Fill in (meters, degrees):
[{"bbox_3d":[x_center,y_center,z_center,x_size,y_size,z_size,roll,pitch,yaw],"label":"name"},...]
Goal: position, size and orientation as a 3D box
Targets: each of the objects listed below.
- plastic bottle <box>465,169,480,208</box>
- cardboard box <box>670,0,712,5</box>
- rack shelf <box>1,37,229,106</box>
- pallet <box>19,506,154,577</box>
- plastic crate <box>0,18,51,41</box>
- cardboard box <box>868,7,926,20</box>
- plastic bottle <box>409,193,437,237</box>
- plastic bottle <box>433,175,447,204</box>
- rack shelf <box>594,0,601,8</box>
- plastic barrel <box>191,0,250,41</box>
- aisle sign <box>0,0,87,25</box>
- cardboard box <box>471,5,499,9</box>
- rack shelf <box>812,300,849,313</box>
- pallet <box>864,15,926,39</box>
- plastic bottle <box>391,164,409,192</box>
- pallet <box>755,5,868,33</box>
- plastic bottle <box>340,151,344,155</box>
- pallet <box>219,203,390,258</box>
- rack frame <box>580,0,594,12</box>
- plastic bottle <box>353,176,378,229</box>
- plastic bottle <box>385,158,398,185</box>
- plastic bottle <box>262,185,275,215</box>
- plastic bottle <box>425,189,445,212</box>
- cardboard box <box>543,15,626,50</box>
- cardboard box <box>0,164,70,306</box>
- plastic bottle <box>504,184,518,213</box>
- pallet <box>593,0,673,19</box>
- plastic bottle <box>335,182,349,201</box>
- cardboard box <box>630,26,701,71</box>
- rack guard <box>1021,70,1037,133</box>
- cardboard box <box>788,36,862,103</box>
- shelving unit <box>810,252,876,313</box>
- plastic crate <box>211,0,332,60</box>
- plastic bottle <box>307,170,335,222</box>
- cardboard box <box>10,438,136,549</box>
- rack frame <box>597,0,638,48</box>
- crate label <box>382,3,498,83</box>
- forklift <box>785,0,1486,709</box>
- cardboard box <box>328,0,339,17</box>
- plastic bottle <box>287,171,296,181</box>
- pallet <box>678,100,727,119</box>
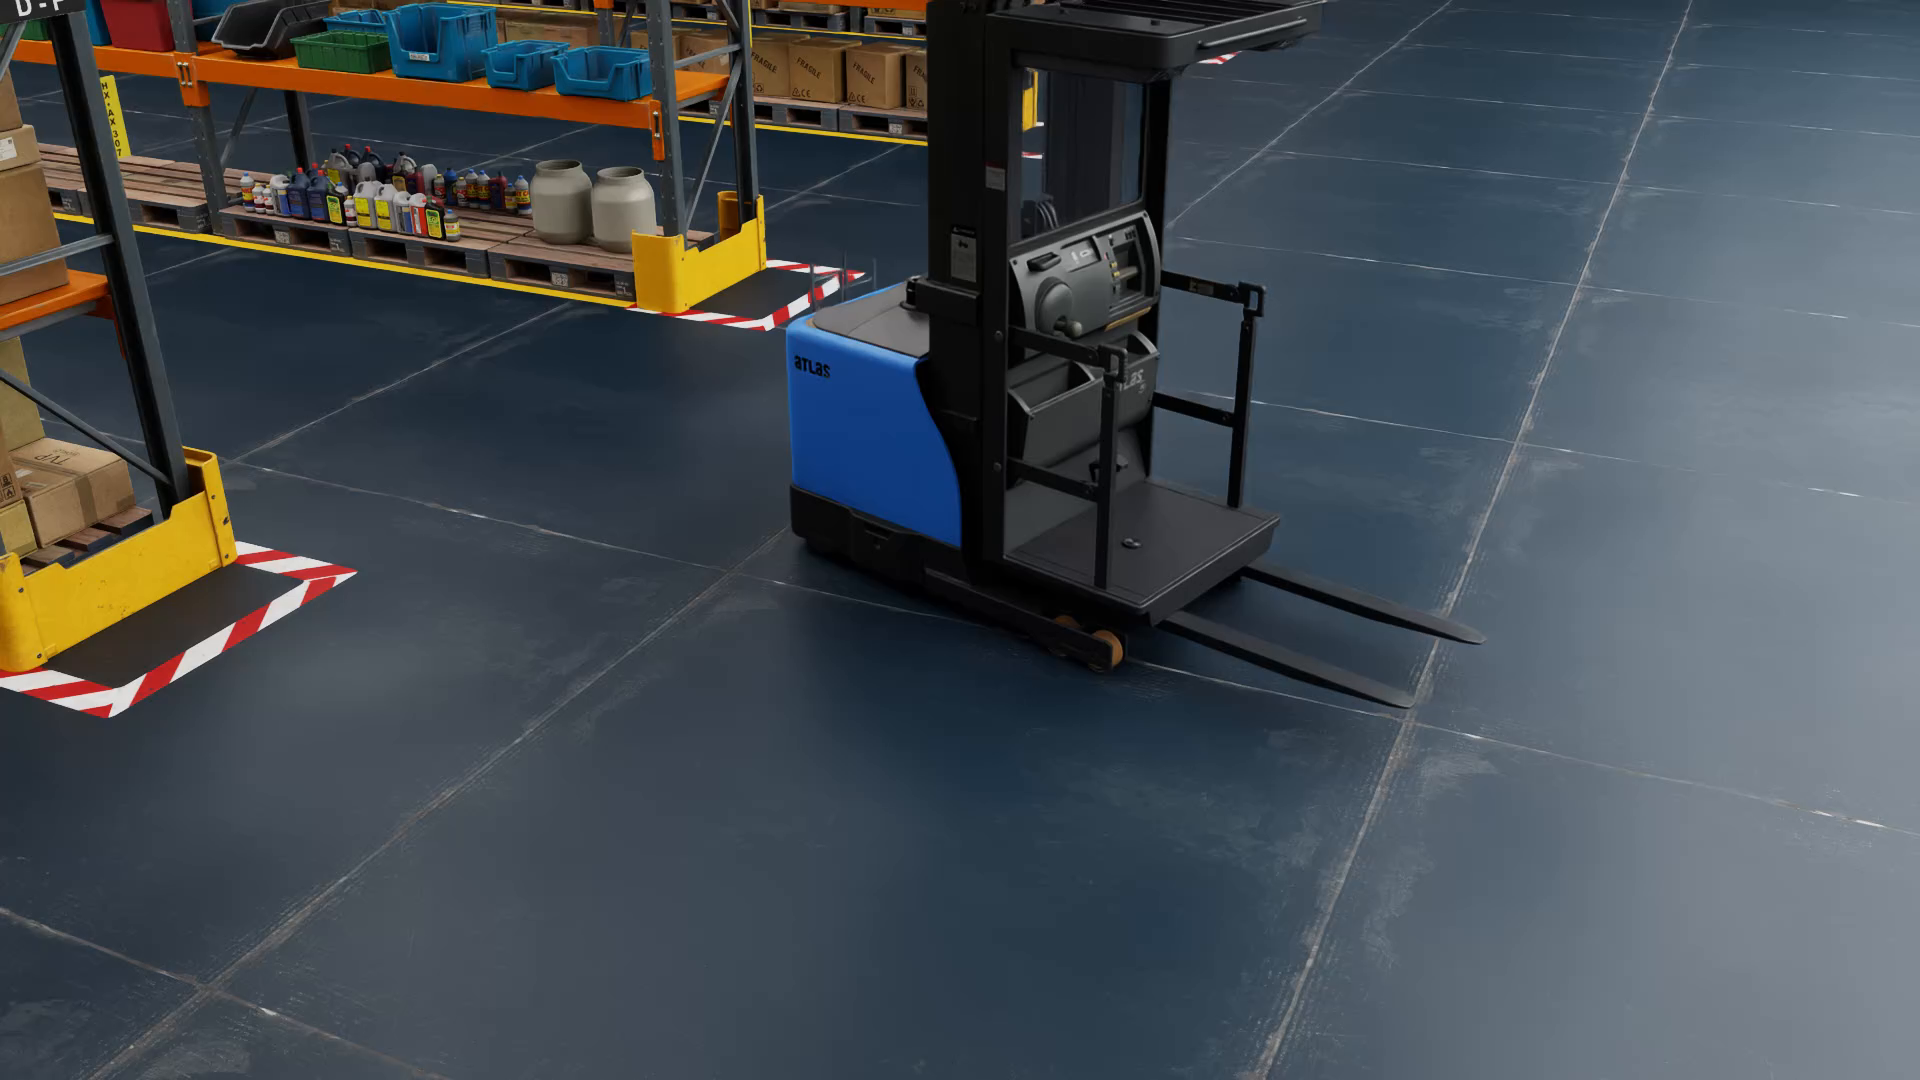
[{"bbox_3d":[-3.564,-2.577,12.178,0.097,0.271,0.097,0,26,0],"label":"plastic bottle"},{"bbox_3d":[-3.412,-7.369,21.392,0.750,0.750,1.050,12,29,23],"label":"cardboard box"},{"bbox_3d":[-7.101,-3.840,12.968,4.000,0.370,1.077,11,28,22],"label":"rack shelf"},{"bbox_3d":[-4.406,0.054,7.402,1.213,0.211,1.003,11,28,22],"label":"pallet"},{"bbox_3d":[-6.983,-3.907,12.529,0.662,0.188,0.450,11,28,22],"label":"plastic crate"},{"bbox_3d":[-0.541,-6.856,20.210,0.875,0.875,0.875,12,29,23],"label":"cardboard box"},{"bbox_3d":[-3.711,-2.258,11.525,0.135,0.276,0.152,12,28,22],"label":"plastic bottle"},{"bbox_3d":[-3.841,-2.601,12.307,0.097,0.201,0.097,0,26,0],"label":"plastic bottle"},{"bbox_3d":[-5.051,-5.831,17.013,4.000,0.370,1.077,11,28,22],"label":"rack shelf"},{"bbox_3d":[-5.507,-4.214,12.346,0.708,0.901,0.600,11,28,22],"label":"plastic barrel"},{"bbox_3d":[-3.506,-2.352,6.188,0.004,0.787,0.394,11,28,22],"label":"aisle sign"},{"bbox_3d":[-5.224,-5.284,17.418,0.500,0.500,0.700,14,29,26],"label":"cardboard box"},{"bbox_3d":[-0.538,-1.024,7.757,0.180,0.103,0.258,20,33,35],"label":"rack shelf"},{"bbox_3d":[-0.425,-6.343,20.394,1.213,0.211,1.003,11,28,22],"label":"pallet"},{"bbox_3d":[-4.125,-2.634,12.280,0.133,0.283,0.061,11,28,22],"label":"plastic bottle"},{"bbox_3d":[-1.819,-6.624,20.965,1.213,0.211,1.003,11,28,22],"label":"pallet"},{"bbox_3d":[-4.706,-2.820,12.659,0.133,0.283,0.061,13,29,24],"label":"plastic bottle"},{"bbox_3d":[-4.686,-2.406,12.398,1.213,0.211,1.003,11,28,22],"label":"pallet"},{"bbox_3d":[-4.726,-8.496,21.610,0.127,3.000,1.000,11,28,22],"label":"rack frame"},{"bbox_3d":[-4.159,-2.379,11.687,0.185,0.351,0.144,11,28,21],"label":"plastic bottle"},{"bbox_3d":[-4.235,-2.726,12.467,0.133,0.283,0.061,13,29,25],"label":"plastic bottle"},{"bbox_3d":[-4.987,-2.467,12.035,0.097,0.201,0.097,0,26,0],"label":"plastic bottle"},{"bbox_3d":[-3.667,-2.304,11.610,0.133,0.283,0.061,11,28,22],"label":"plastic bottle"},{"bbox_3d":[-3.780,-4.985,16.811,0.500,0.500,0.700,9,28,18],"label":"cardboard box"},{"bbox_3d":[-4.113,-1.210,6.698,0.500,0.500,0.700,11,28,22],"label":"cardboard box"},{"bbox_3d":[-3.255,-2.483,12.068,0.097,0.201,0.097,0,26,0],"label":"plastic bottle"},{"bbox_3d":[-4.040,-7.070,21.871,1.213,0.211,1.003,11,28,22],"label":"pallet"},{"bbox_3d":[-4.396,-2.409,11.839,0.097,0.271,0.097,0,26,0],"label":"plastic bottle"},{"bbox_3d":[-2.883,-4.766,16.389,0.500,0.500,0.500,10,28,20],"label":"cardboard box"},{"bbox_3d":[0.342,-3.949,15.206,0.348,0.500,1.175,11,28,22],"label":"rack guard"},{"bbox_3d":[-1.271,-4.462,15.772,0.500,0.500,0.500,14,30,27],"label":"cardboard box"},{"bbox_3d":[-0.538,-0.741,7.897,0.189,1.200,0.258,20,33,35],"label":"shelving unit"},{"bbox_3d":[-4.856,-3.622,11.781,0.504,0.338,0.767,11,28,22],"label":"plastic crate"},{"bbox_3d":[-4.546,-2.457,11.845,0.185,0.351,0.144,10,28,20],"label":"plastic bottle"},{"bbox_3d":[-4.089,-0.217,7.432,0.500,0.250,0.500,11,28,22],"label":"cardboard box"},{"bbox_3d":[-3.230,-5.788,16.111,0.127,3.000,1.000,11,28,22],"label":"rack frame"},{"bbox_3d":[-3.427,-3.309,11.035,0.616,0.435,0.502,11,28,22],"label":"crate label"},{"bbox_3d":[0.675,-1.048,6.560,3.031,2.935,1.130,20,33,35],"label":"forklift"},{"bbox_3d":[-7.491,-5.889,18.246,0.875,0.875,1.225,10,28,19],"label":"cardboard box"},{"bbox_3d":[-4.823,-2.536,12.082,0.133,0.283,0.061,11,28,22],"label":"plastic bottle"},{"bbox_3d":[-2.604,-4.429,16.506,1.213,0.211,1.003,11,28,22],"label":"pallet"}]
